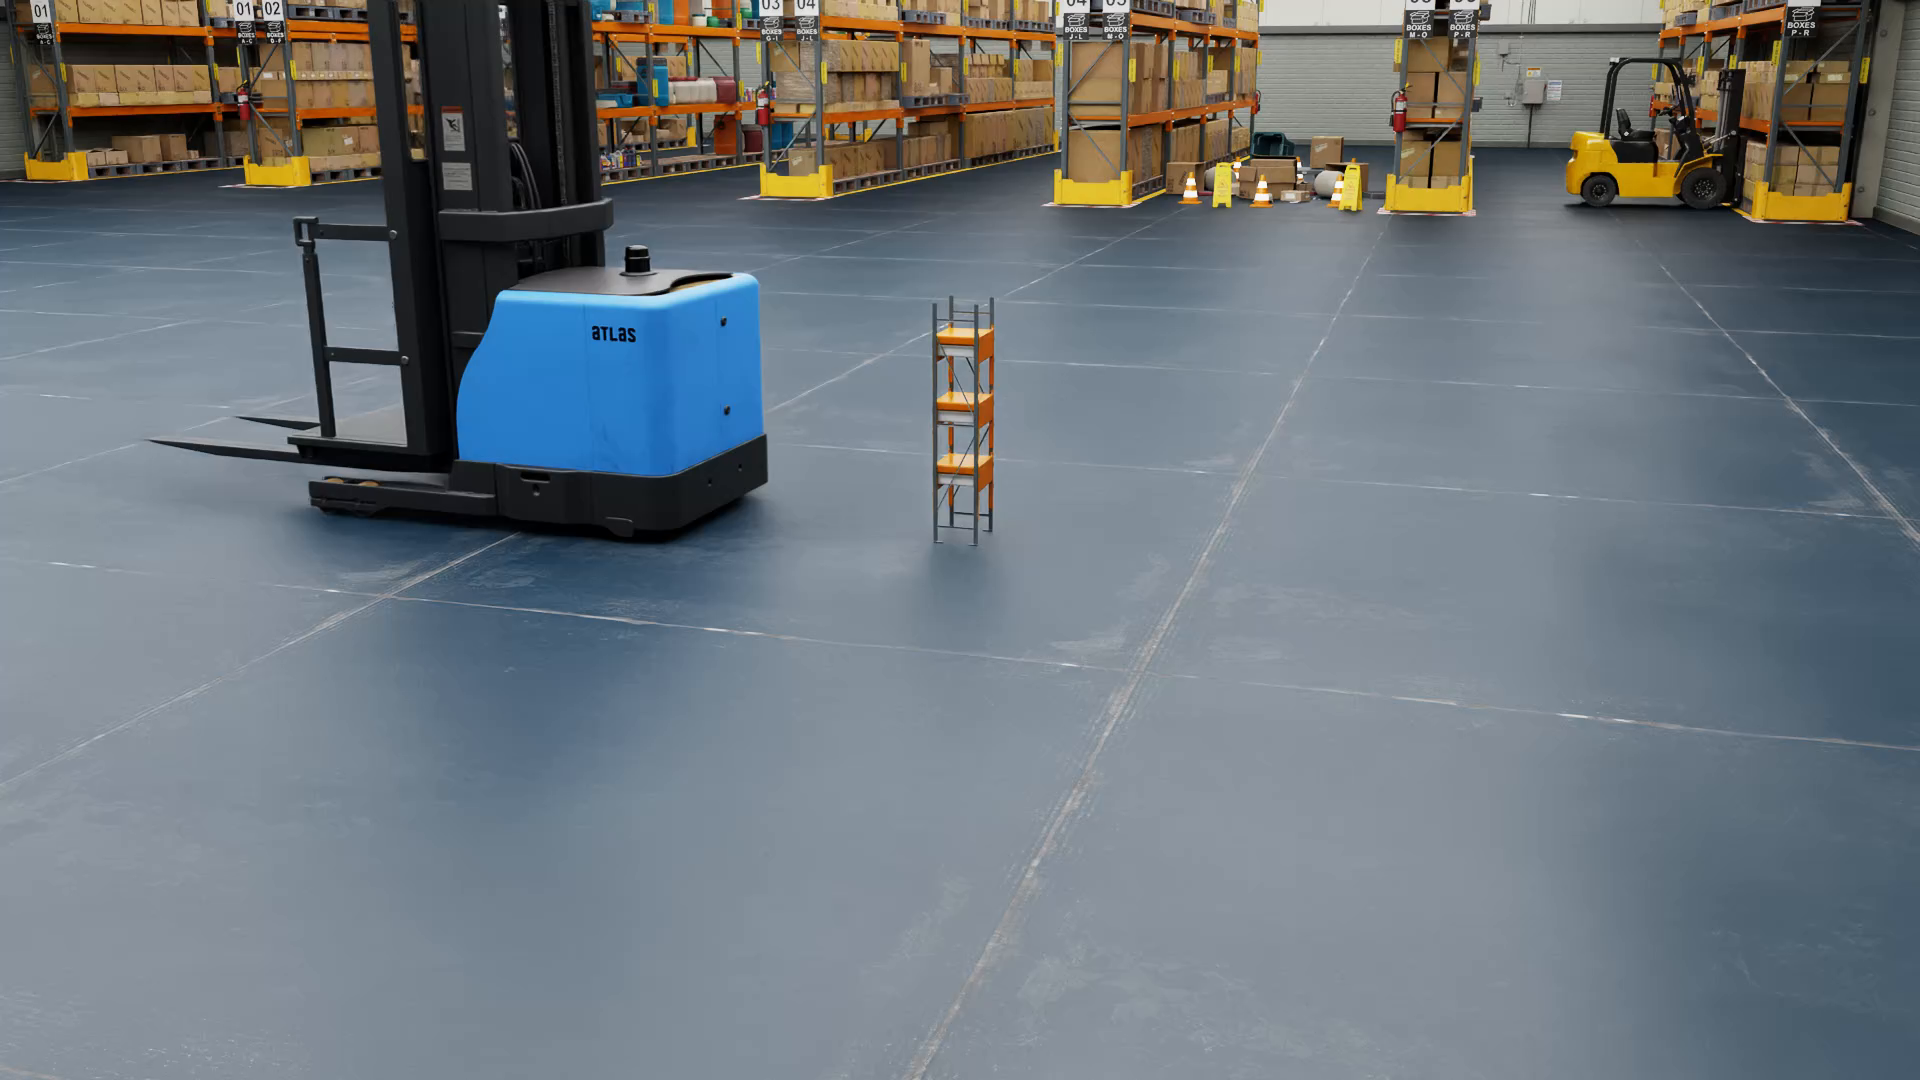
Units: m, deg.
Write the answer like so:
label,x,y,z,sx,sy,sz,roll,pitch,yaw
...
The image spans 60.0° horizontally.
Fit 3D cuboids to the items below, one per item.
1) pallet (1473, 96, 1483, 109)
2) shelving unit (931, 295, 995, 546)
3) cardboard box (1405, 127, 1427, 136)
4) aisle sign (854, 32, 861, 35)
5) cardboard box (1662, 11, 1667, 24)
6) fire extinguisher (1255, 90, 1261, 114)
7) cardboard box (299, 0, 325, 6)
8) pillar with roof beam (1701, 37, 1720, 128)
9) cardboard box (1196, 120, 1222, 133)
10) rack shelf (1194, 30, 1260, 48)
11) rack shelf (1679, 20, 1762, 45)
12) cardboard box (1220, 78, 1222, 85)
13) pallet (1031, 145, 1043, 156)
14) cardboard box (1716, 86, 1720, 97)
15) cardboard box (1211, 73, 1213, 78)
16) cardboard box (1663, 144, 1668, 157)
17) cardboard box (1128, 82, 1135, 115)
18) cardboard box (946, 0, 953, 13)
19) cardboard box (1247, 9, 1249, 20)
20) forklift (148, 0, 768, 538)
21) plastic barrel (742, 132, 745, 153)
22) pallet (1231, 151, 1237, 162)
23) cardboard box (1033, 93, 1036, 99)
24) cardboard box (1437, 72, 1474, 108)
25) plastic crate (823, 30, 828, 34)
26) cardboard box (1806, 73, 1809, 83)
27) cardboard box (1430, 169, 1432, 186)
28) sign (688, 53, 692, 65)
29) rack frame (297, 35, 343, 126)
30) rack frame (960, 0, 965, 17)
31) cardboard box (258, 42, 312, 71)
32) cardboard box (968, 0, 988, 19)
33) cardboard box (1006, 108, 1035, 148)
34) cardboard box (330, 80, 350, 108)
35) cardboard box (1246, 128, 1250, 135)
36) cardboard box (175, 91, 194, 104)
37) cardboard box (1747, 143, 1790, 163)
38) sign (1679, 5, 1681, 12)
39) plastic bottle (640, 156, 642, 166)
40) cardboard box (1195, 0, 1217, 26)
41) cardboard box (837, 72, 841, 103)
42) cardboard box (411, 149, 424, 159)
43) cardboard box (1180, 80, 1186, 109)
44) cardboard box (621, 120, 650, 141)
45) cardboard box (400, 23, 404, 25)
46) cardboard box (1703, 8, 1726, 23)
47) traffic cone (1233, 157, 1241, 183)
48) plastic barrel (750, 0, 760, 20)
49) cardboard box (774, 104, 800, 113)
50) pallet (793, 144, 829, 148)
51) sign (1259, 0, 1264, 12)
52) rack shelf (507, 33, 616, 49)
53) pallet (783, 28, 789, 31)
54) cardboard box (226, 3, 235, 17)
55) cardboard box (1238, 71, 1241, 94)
label,x,y,z,sx,sy,sz,roll,pitch,yaw
pallet,8.995,-8.070,30.637,1.213,0.211,1.003,5,16,16
shelving unit,0.015,-0.519,7.235,0.215,1.050,0.252,5,16,16
cardboard box,7.221,-6.496,26.442,0.380,0.149,0.250,6,17,19
aisle sign,-2.580,-12.850,42.372,0.394,0.787,0.004,5,16,16
cardboard box,15.741,-11.486,36.559,0.500,0.250,0.500,4,16,15
fire extinguisher,7.108,-10.621,40.104,0.296,0.674,0.183,5,16,16
cardboard box,-11.673,-9.688,29.925,0.380,0.149,0.250,5,16,16
pillar with roof beam,13.632,-13.922,39.922,9.100,9.000,0.400,5,16,16
cardboard box,5.193,-8.634,34.711,0.500,0.250,0.500,4,16,13
rack shelf,6.026,-11.382,37.781,1.077,0.370,4.000,5,16,16
rack shelf,14.424,-9.594,31.478,1.077,0.370,4.000,5,16,16
cardboard box,5.313,-9.661,35.038,0.380,0.149,0.250,4,16,14
pallet,1.367,-9.344,39.886,1.003,0.211,1.213,5,16,16
cardboard box,12.903,-7.512,27.676,0.500,0.250,0.500,5,17,17
cardboard box,4.937,-9.463,33.795,0.380,0.149,0.250,5,17,18
cardboard box,14.971,-8.169,34.873,0.396,0.266,0.258,5,17,18
cardboard box,2.245,-6.940,26.026,0.875,0.550,0.550,5,16,16
cardboard box,-0.437,-10.578,32.531,0.500,0.500,0.500,5,16,16
cardboard box,6.261,-11.880,37.579,0.500,0.250,0.500,4,16,13
forklift,-2.505,-1.644,7.754,3.031,2.935,1.130,5,17,19
plastic barrel,-4.957,-8.799,36.644,0.421,0.512,0.421,0,16,0
pallet,5.615,-8.598,37.257,1.003,0.211,1.213,5,16,16
cardboard box,1.575,-10.511,39.351,0.380,0.149,0.250,4,16,14
cardboard box,7.223,-6.558,24.225,0.500,0.500,0.500,4,16,15
plastic crate,-3.402,-12.240,39.730,0.497,0.269,0.590,5,16,16
cardboard box,12.015,-6.445,23.182,0.380,0.149,0.250,4,16,15
cardboard box,7.243,-5.777,26.470,0.500,0.250,0.500,4,16,15
sign,-7.103,-12.649,43.727,0.100,0.325,0.005,5,16,16
rack frame,-14.653,-10.278,38.070,1.000,3.000,0.127,5,16,16
rack frame,-0.406,-12.012,33.188,1.000,3.000,0.127,5,16,16
cardboard box,-12.016,-8.609,29.625,0.700,0.500,0.500,5,16,16
cardboard box,0.154,-11.357,35.416,0.797,0.503,0.637,4,16,15
cardboard box,1.251,-9.754,39.346,0.875,0.875,0.875,5,16,16
cardboard box,-11.740,-8.239,30.695,0.700,0.500,0.500,5,17,16
cardboard box,6.609,-9.628,39.140,0.380,0.149,0.250,4,16,15
cardboard box,-15.783,-8.892,33.421,0.500,0.250,0.500,5,17,16
cardboard box,11.553,-5.519,23.729,0.500,0.250,0.500,5,17,17
sign,14.470,-10.752,33.295,0.100,0.325,0.005,5,16,16
plastic bottle,-6.096,-7.210,31.574,0.097,0.201,0.097,0,16,0
cardboard box,4.738,-10.335,32.589,0.500,0.500,0.500,5,16,16
cardboard box,-2.470,-7.506,27.567,0.875,0.500,0.500,5,16,16
cardboard box,-10.962,-7.590,32.860,0.500,0.250,0.500,5,16,16
cardboard box,3.734,-7.965,29.732,0.500,0.500,0.500,5,17,16
cardboard box,-8.237,-10.444,42.423,0.797,0.503,0.637,5,16,16
cardboard box,-13.872,-12.806,40.495,0.700,0.500,0.500,4,16,13
cardboard box,13.769,-9.498,30.095,0.500,0.250,0.500,4,16,14
traffic cone,5.013,-6.682,30.038,0.336,0.463,0.334,5,16,16
plastic barrel,-4.356,-11.984,36.900,0.600,0.901,0.708,5,16,16
cardboard box,-2.796,-7.003,26.981,0.380,0.149,0.250,5,16,16
pallet,-3.846,-9.410,40.120,1.003,0.211,1.213,5,16,16
sign,7.121,-12.629,39.236,0.100,0.325,0.005,5,16,16
rack shelf,-9.334,-11.515,38.252,1.077,0.370,4.000,5,16,16
pallet,-4.466,-11.399,36.870,1.003,0.211,1.213,5,16,16
cardboard box,-15.383,-11.132,34.976,0.500,0.311,0.500,5,17,18
cardboard box,5.974,-10.193,37.039,0.500,0.500,0.500,5,16,16
